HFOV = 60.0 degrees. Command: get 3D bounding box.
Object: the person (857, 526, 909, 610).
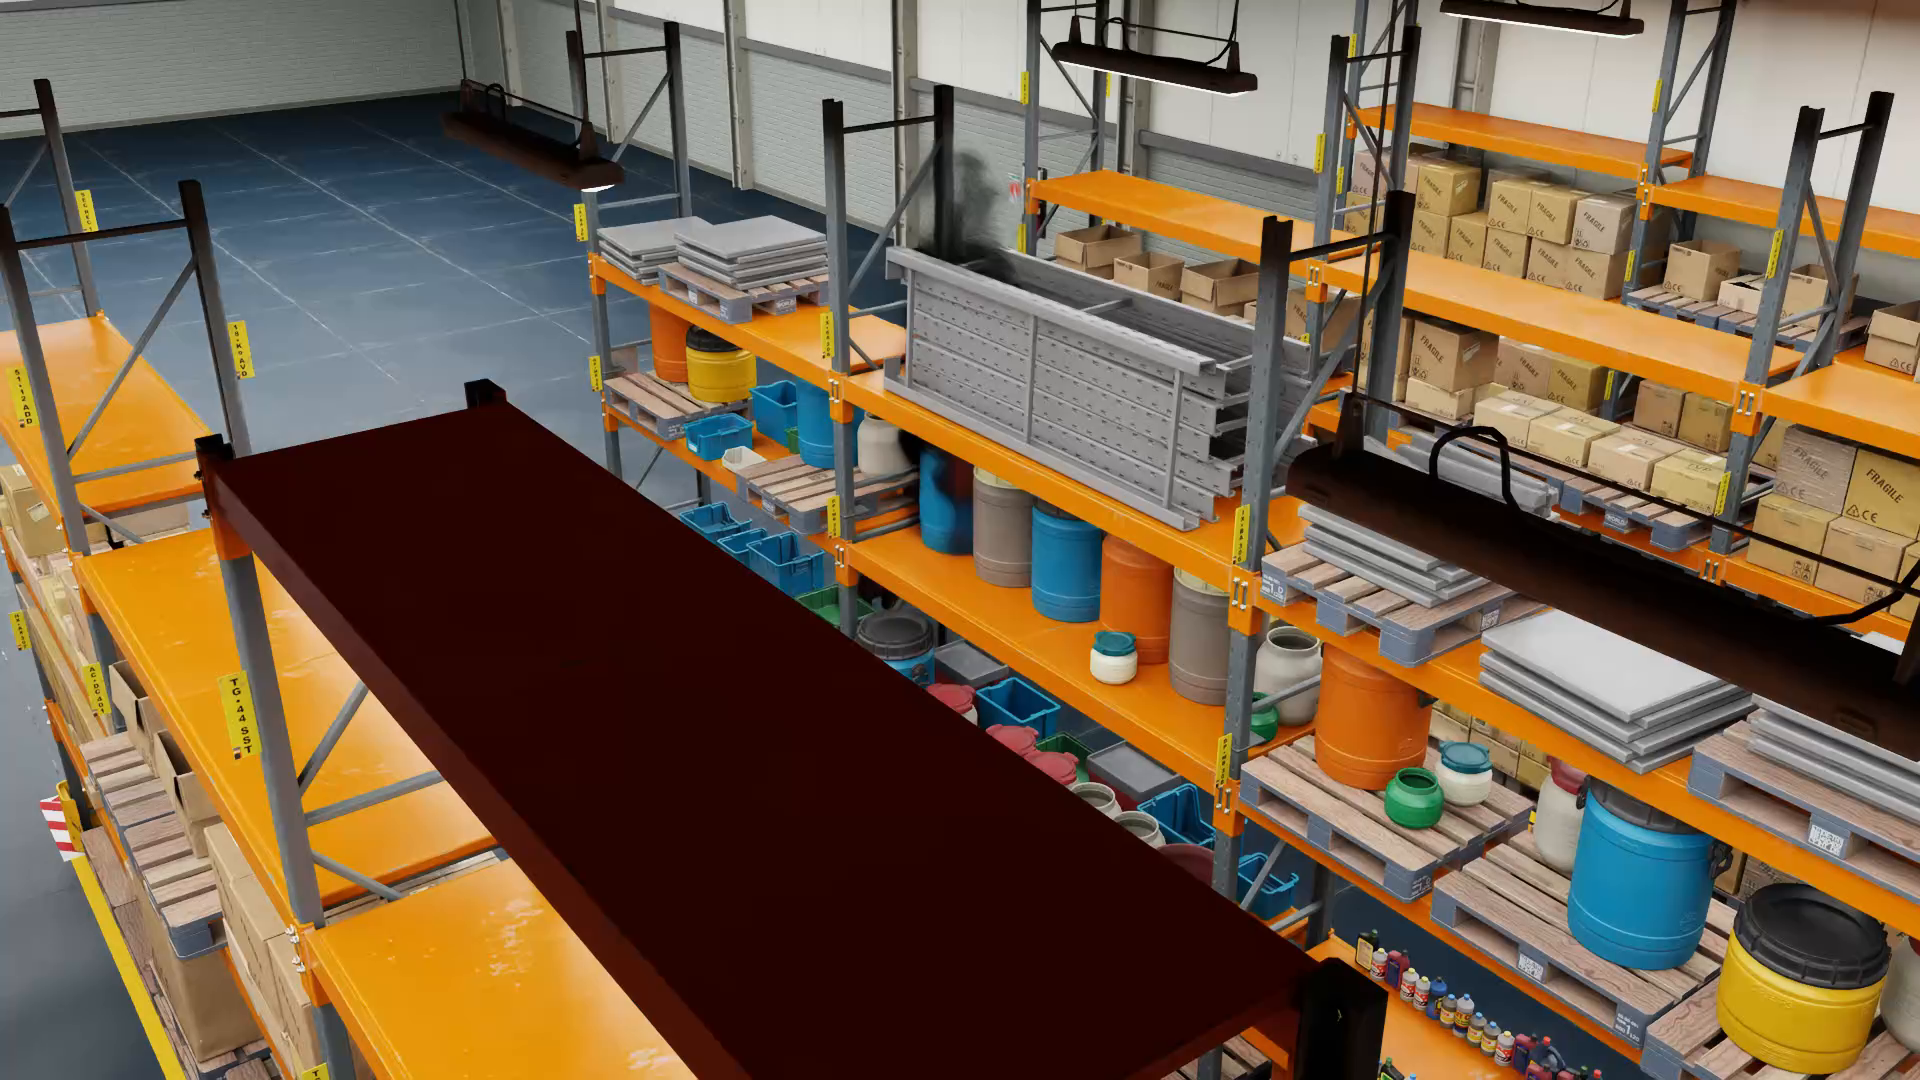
[{"bbox_3d":[-0.756,0.333,16.116,0.703,1.811,1.022,-17,30,-32],"label":"person"}]
